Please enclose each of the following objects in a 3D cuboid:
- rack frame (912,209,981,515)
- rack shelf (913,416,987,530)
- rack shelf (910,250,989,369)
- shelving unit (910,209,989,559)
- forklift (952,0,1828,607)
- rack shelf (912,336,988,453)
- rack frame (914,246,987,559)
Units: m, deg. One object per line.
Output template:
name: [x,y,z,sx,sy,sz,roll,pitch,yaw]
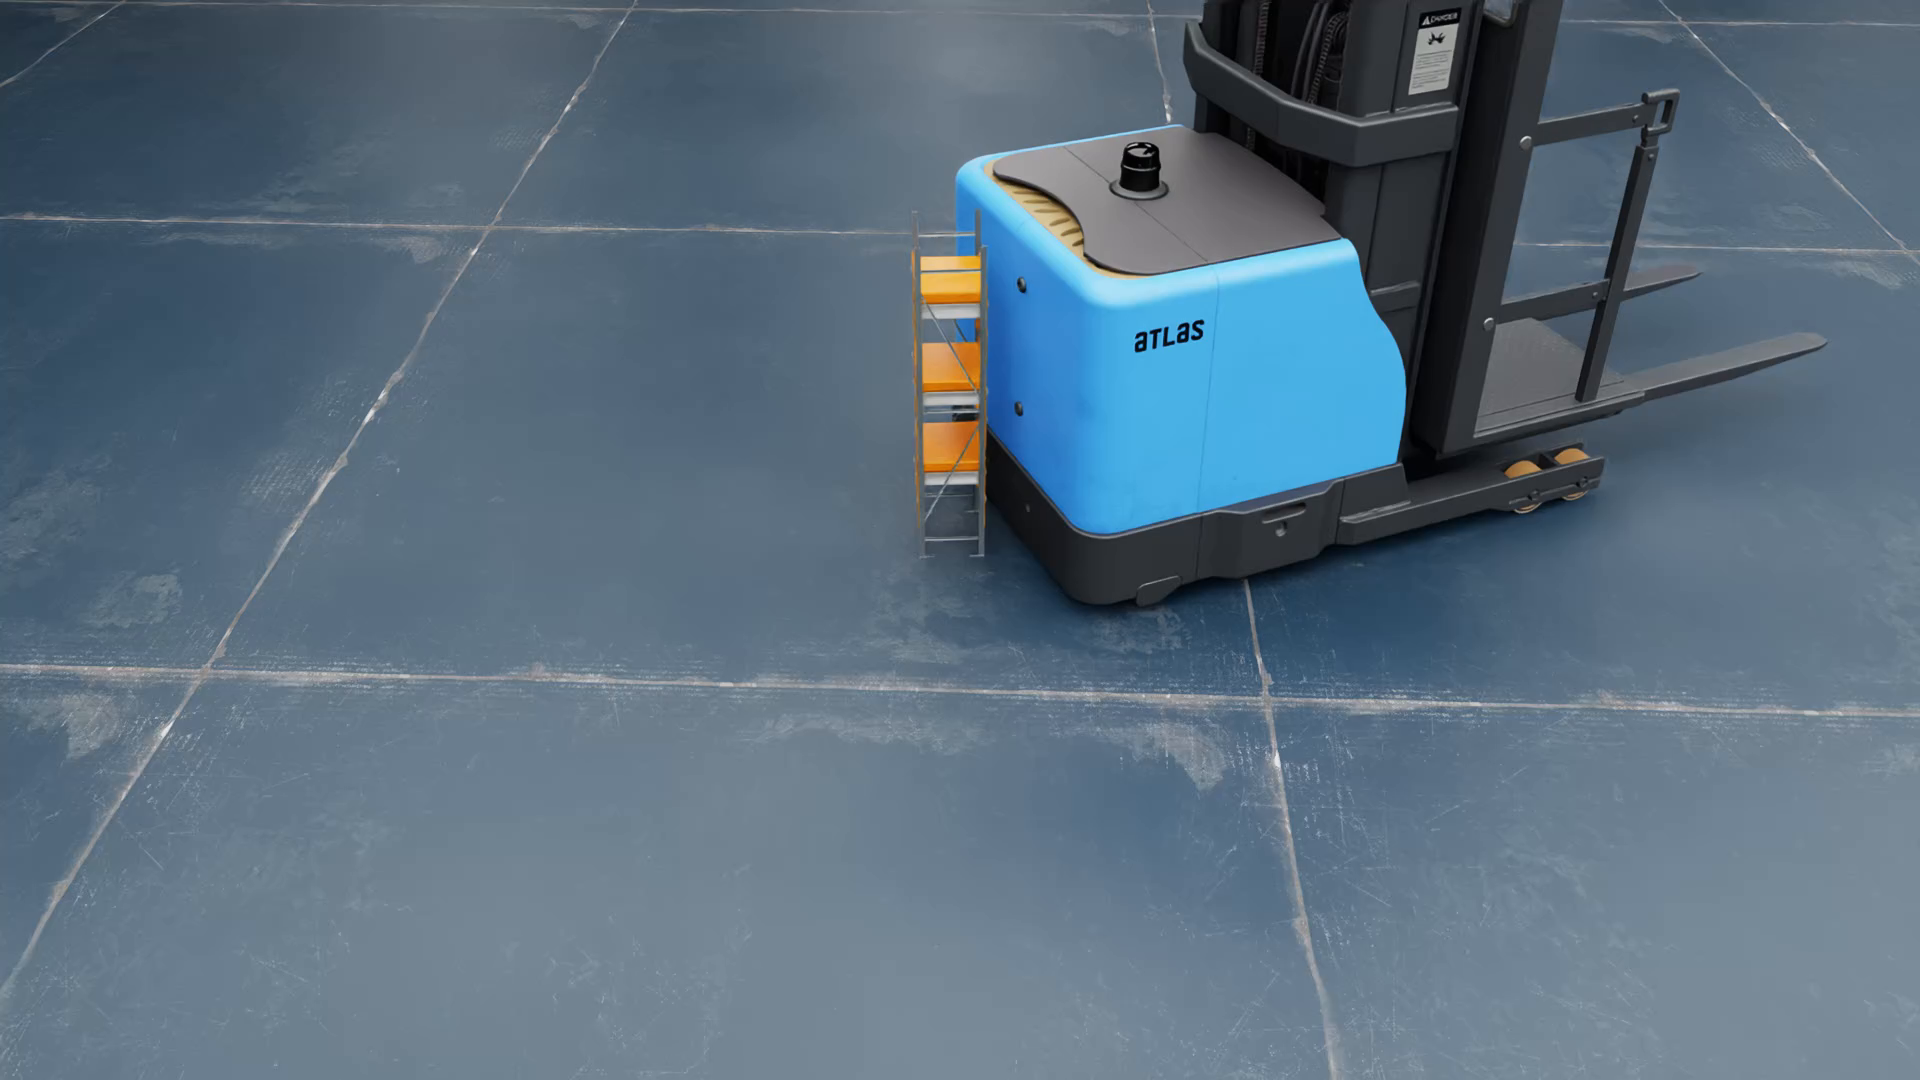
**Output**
rack frame: [-0.039,-0.515,5.070,0.200,1.050,0.008,-2,35,-3]
rack shelf: [-0.032,-0.209,5.136,0.215,0.259,0.240,-2,35,-3]
rack shelf: [-0.032,-0.669,4.814,0.215,0.259,0.240,-2,35,-3]
shelving unit: [-0.032,-0.445,4.971,0.215,1.050,0.252,-2,35,-3]
forklift: [1.539,-1.551,4.908,3.031,2.935,1.130,-14,37,-19]
rack shelf: [-0.032,-0.437,4.977,0.215,0.259,0.240,-2,35,-3]
rack frame: [-0.025,-0.375,4.871,0.200,1.050,0.008,-2,35,-3]
